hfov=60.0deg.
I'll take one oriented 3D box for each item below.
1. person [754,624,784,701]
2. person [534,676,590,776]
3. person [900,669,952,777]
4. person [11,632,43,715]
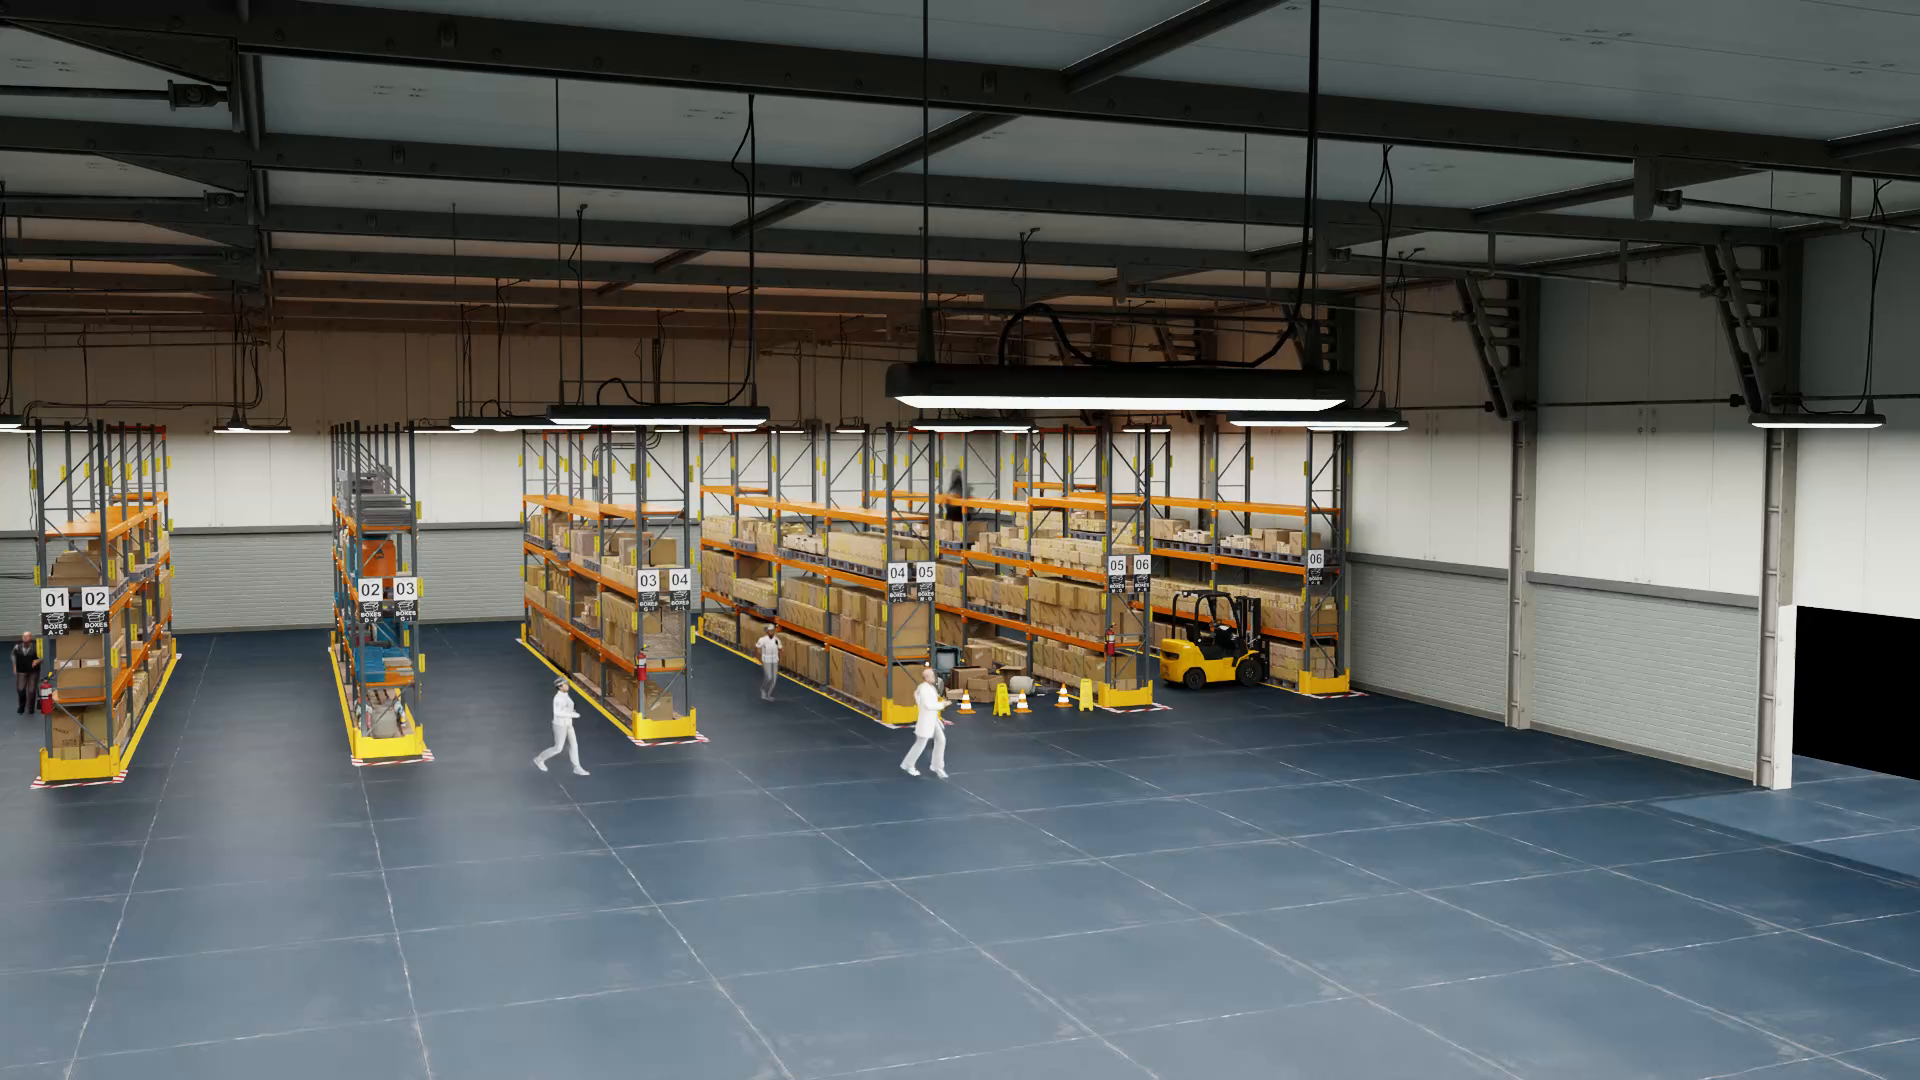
[{"bbox_3d":[-4.070,2.641,35.802,0.628,1.665,0.536,-2,4,-27],"label":"person"},{"bbox_3d":[-6.696,3.122,27.917,0.931,1.696,0.621,0,4,6],"label":"person"},{"bbox_3d":[-0.564,3.092,27.872,0.882,1.862,0.692,1,4,14],"label":"person"},{"bbox_3d":[-19.118,2.736,34.117,0.660,1.708,0.677,-2,4,-24],"label":"person"}]
